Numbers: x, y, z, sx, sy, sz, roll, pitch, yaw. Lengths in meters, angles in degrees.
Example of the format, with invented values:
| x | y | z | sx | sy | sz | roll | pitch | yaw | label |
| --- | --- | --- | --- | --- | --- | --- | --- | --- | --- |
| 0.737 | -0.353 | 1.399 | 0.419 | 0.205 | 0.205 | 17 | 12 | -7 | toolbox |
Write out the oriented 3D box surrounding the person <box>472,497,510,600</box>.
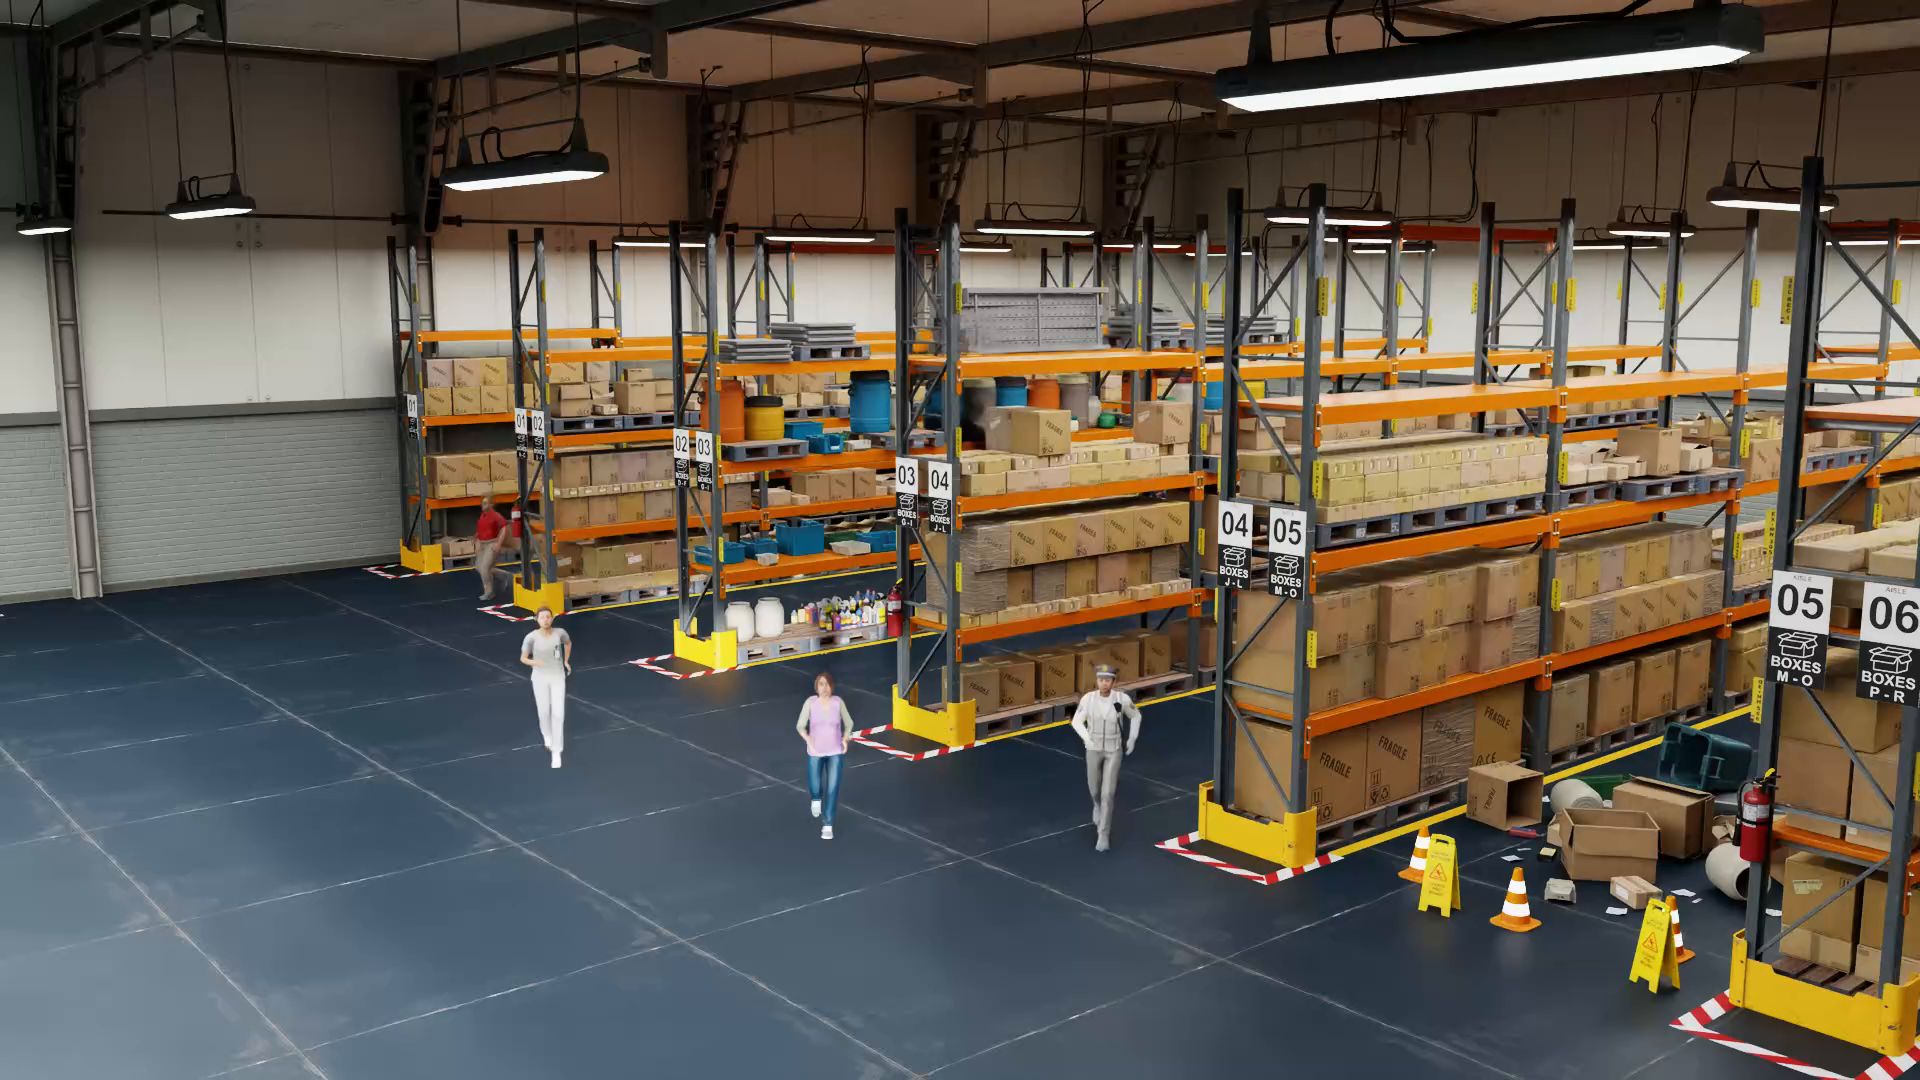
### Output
| x | y | z | sx | sy | sz | roll | pitch | yaw | label |
| --- | --- | --- | --- | --- | --- | --- | --- | --- | --- |
| -7.746 | 0.125 | 27.529 | 0.656 | 1.706 | 0.695 | -9 | 12 | -44 | person |

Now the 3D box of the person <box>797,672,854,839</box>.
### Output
| x | y | z | sx | sy | sz | roll | pitch | yaw | label |
| --- | --- | --- | --- | --- | --- | --- | --- | --- | --- |
| -1.262 | 2.005 | 15.718 | 0.523 | 1.555 | 0.576 | -1 | 9 | -7 | person |

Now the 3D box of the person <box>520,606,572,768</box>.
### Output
| x | y | z | sx | sy | sz | roll | pitch | yaw | label |
| --- | --- | --- | --- | --- | --- | --- | --- | --- | --- |
| -4.500 | 1.551 | 18.148 | 0.554 | 1.696 | 0.927 | -2 | 9 | -15 | person |

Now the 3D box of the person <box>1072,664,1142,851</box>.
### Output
| x | y | z | sx | sy | sz | roll | pitch | yaw | label |
| --- | --- | --- | --- | --- | --- | --- | --- | --- | --- |
| 1.367 | 1.971 | 15.545 | 0.639 | 1.711 | 0.781 | 2 | 9 | 11 | person |
